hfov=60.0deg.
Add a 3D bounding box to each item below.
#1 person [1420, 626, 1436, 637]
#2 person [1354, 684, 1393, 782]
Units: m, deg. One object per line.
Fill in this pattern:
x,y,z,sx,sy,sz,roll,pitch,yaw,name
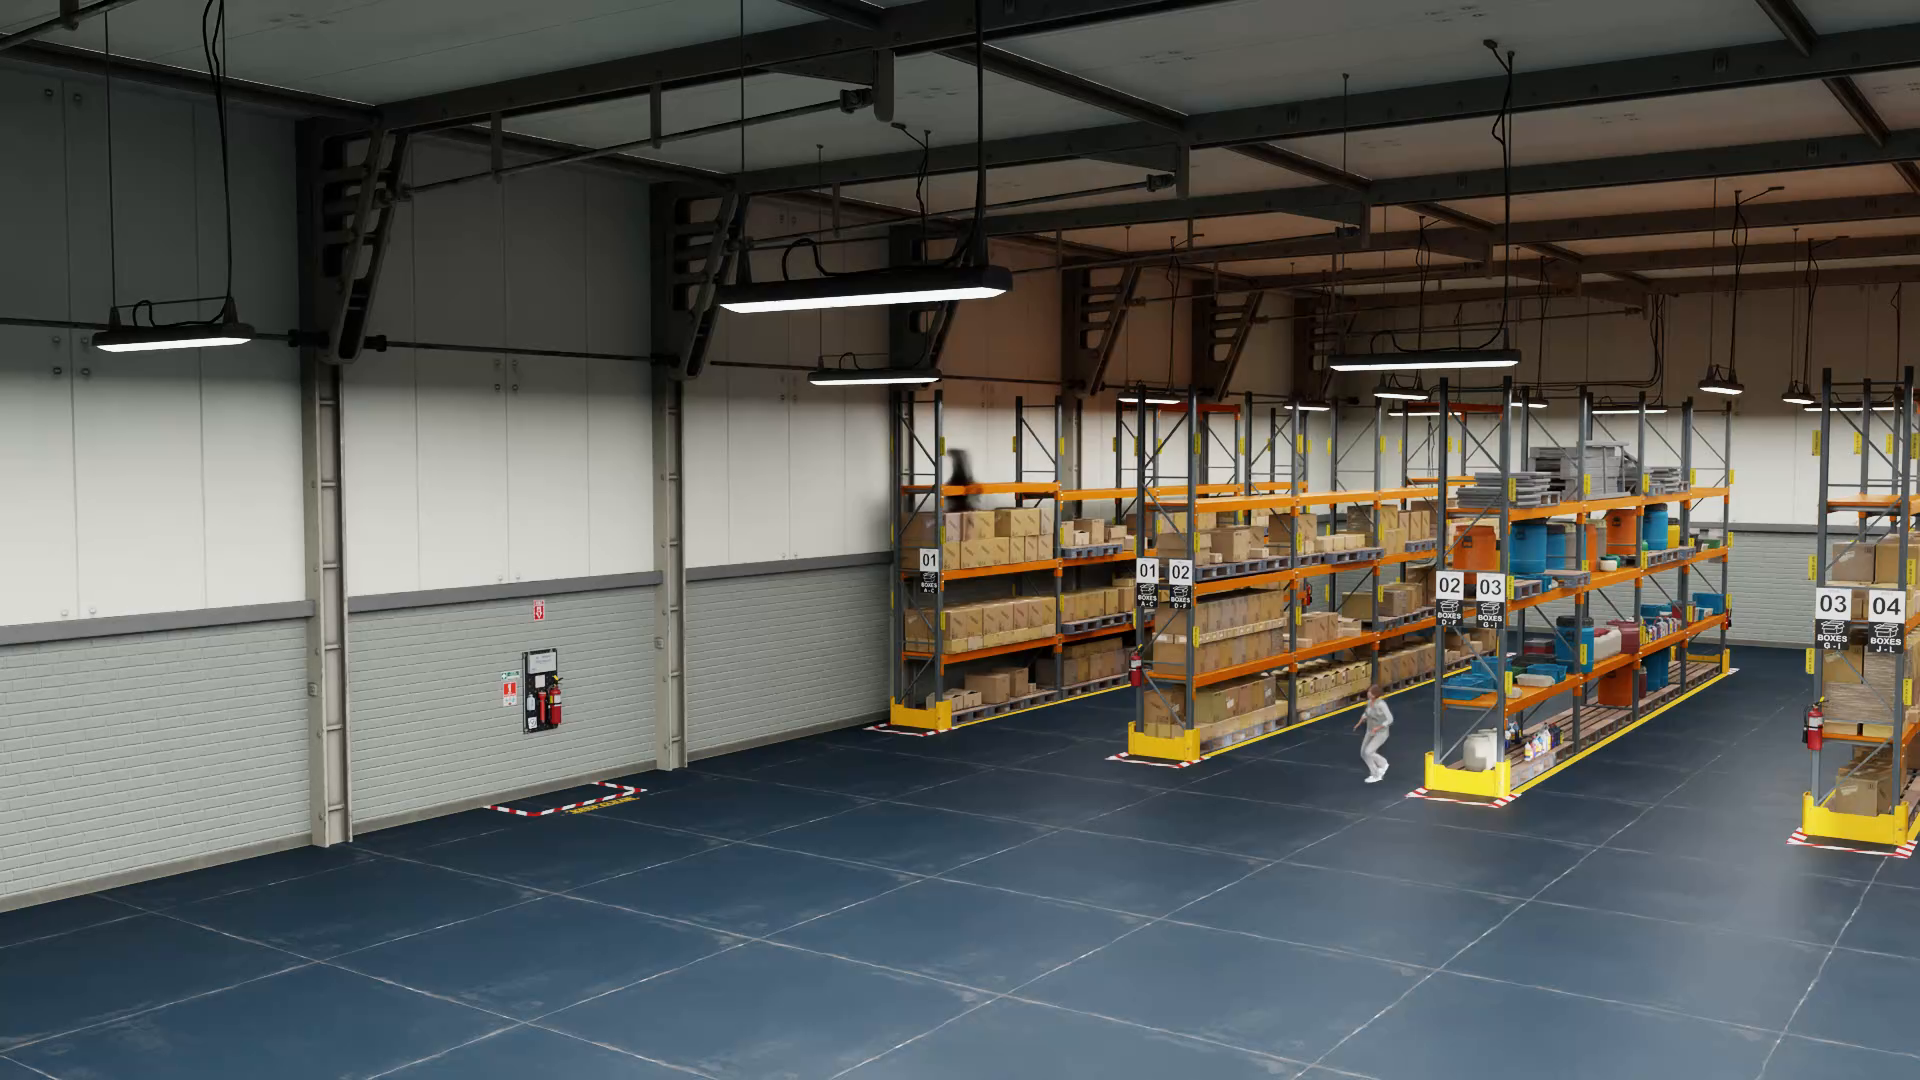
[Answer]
11.688,1.923,41.239,0.548,1.533,0.484,2,4,26,person
6.151,2.879,24.623,0.500,1.509,0.617,-2,4,-29,person
